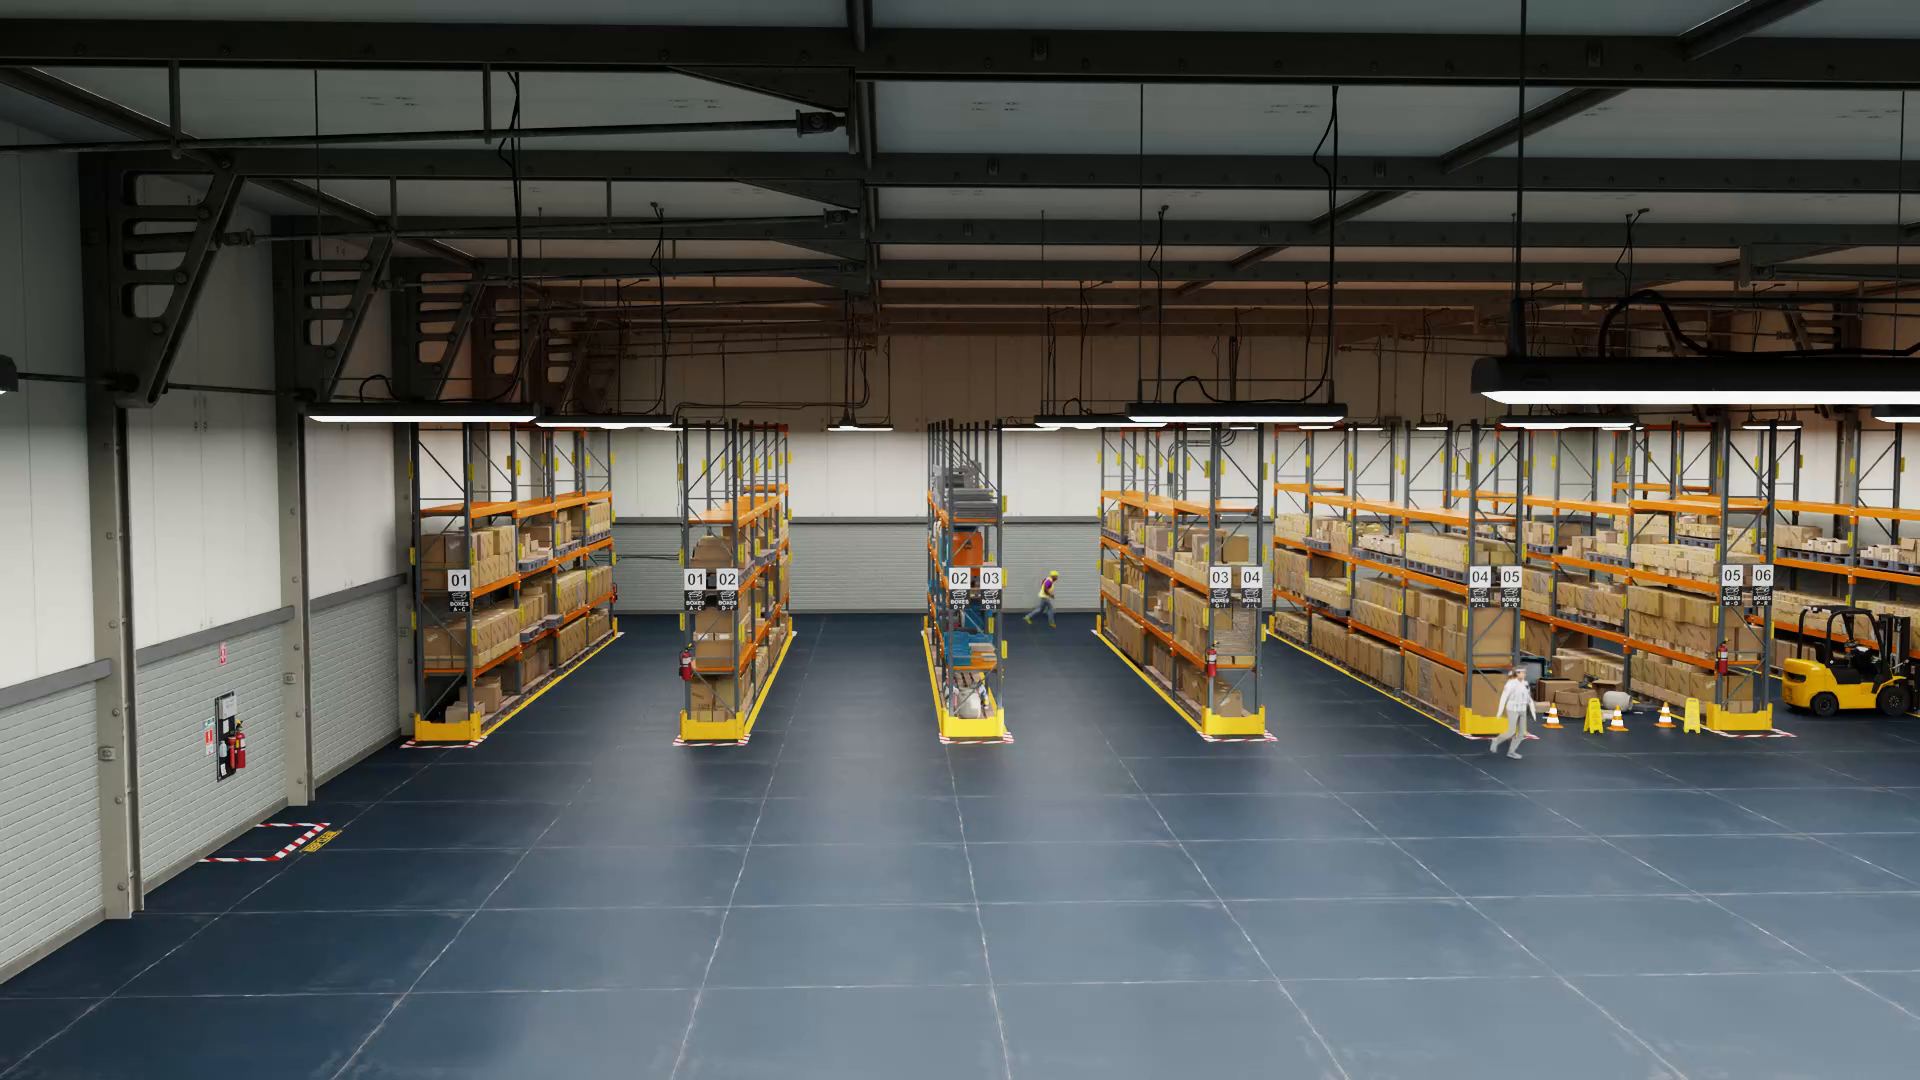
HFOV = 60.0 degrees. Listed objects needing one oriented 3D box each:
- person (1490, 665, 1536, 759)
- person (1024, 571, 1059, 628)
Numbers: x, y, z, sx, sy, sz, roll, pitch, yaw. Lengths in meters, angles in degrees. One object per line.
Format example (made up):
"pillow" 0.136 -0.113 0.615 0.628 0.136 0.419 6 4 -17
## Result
"person" 9.744 3.019 29.330 0.711 1.650 0.545 -2 4 -23
"person" 2.410 1.757 49.055 1.036 1.715 0.735 0 4 -3
